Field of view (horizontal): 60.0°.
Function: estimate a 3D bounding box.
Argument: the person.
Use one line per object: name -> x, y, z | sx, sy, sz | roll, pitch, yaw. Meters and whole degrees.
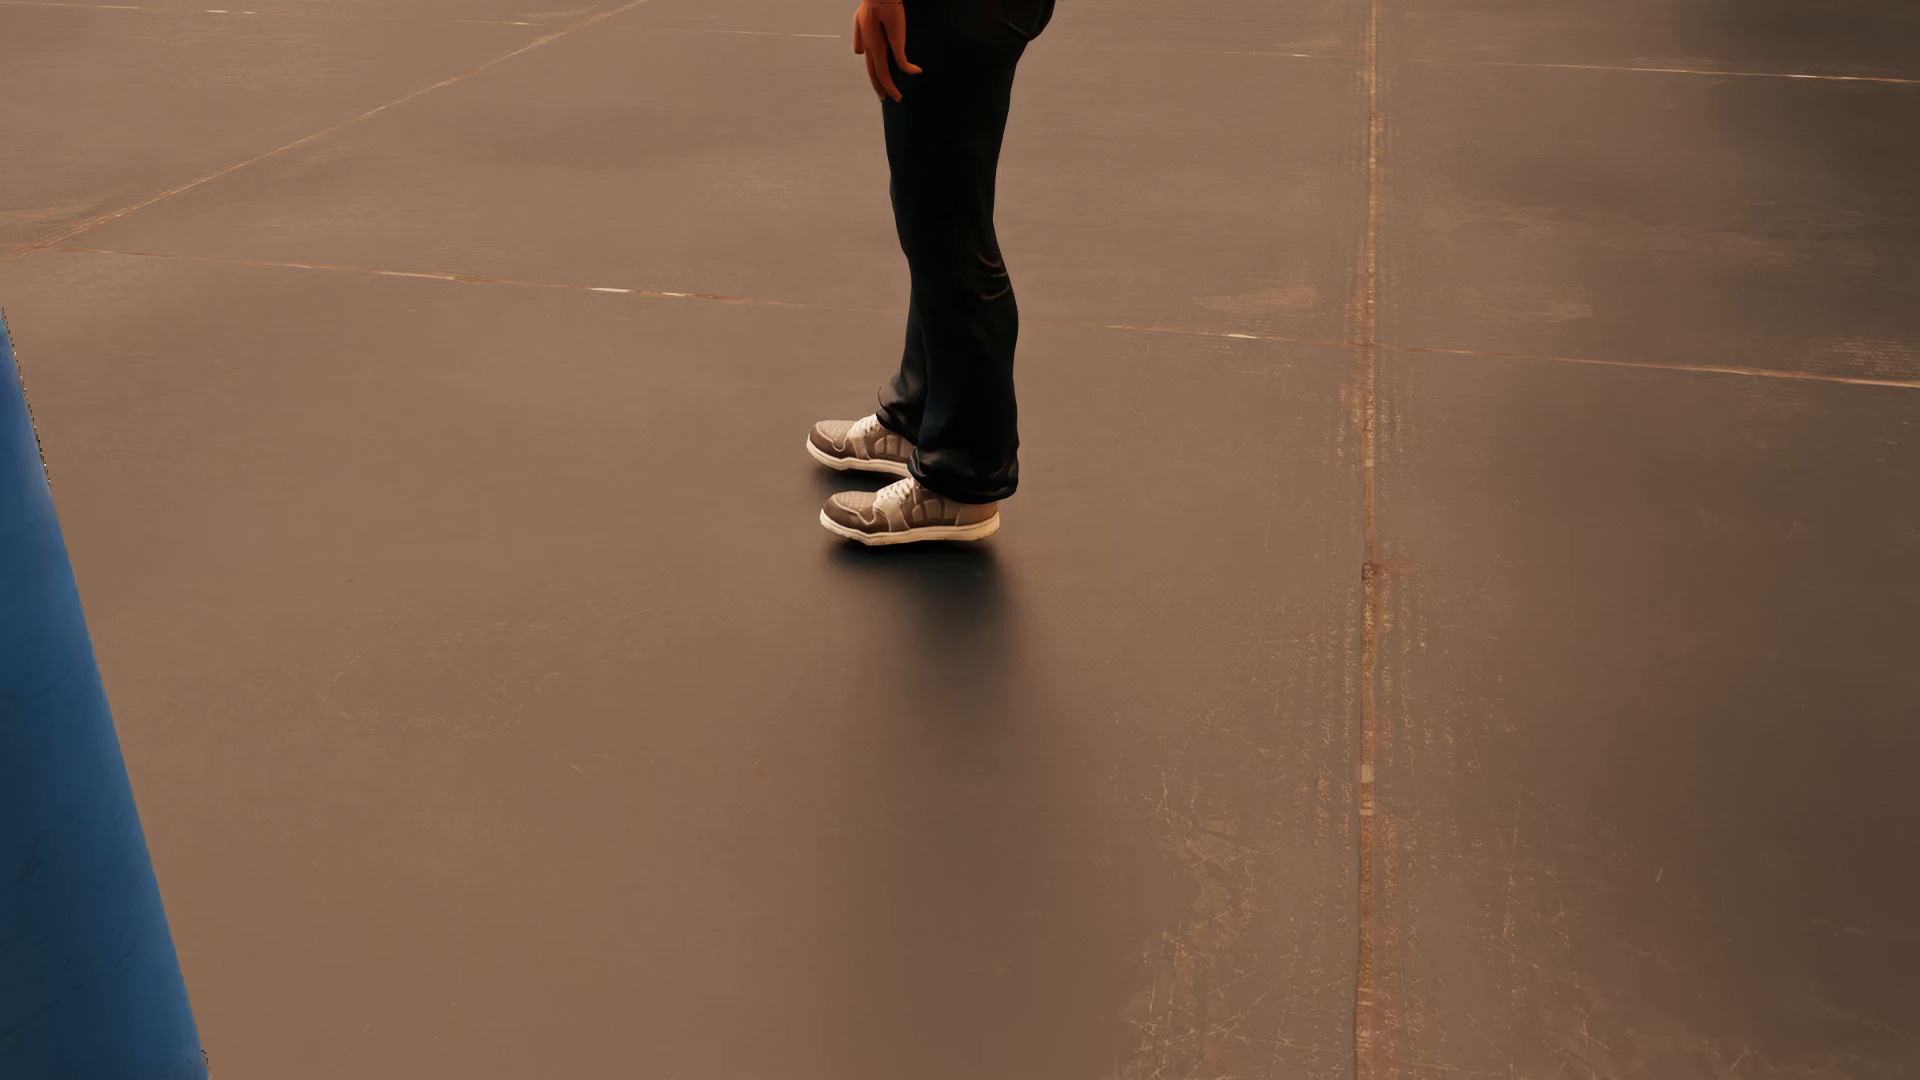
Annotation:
person -> -0.070, -0.733, 2.164 | 0.473, 1.599, 0.521 | 6, 27, 11
